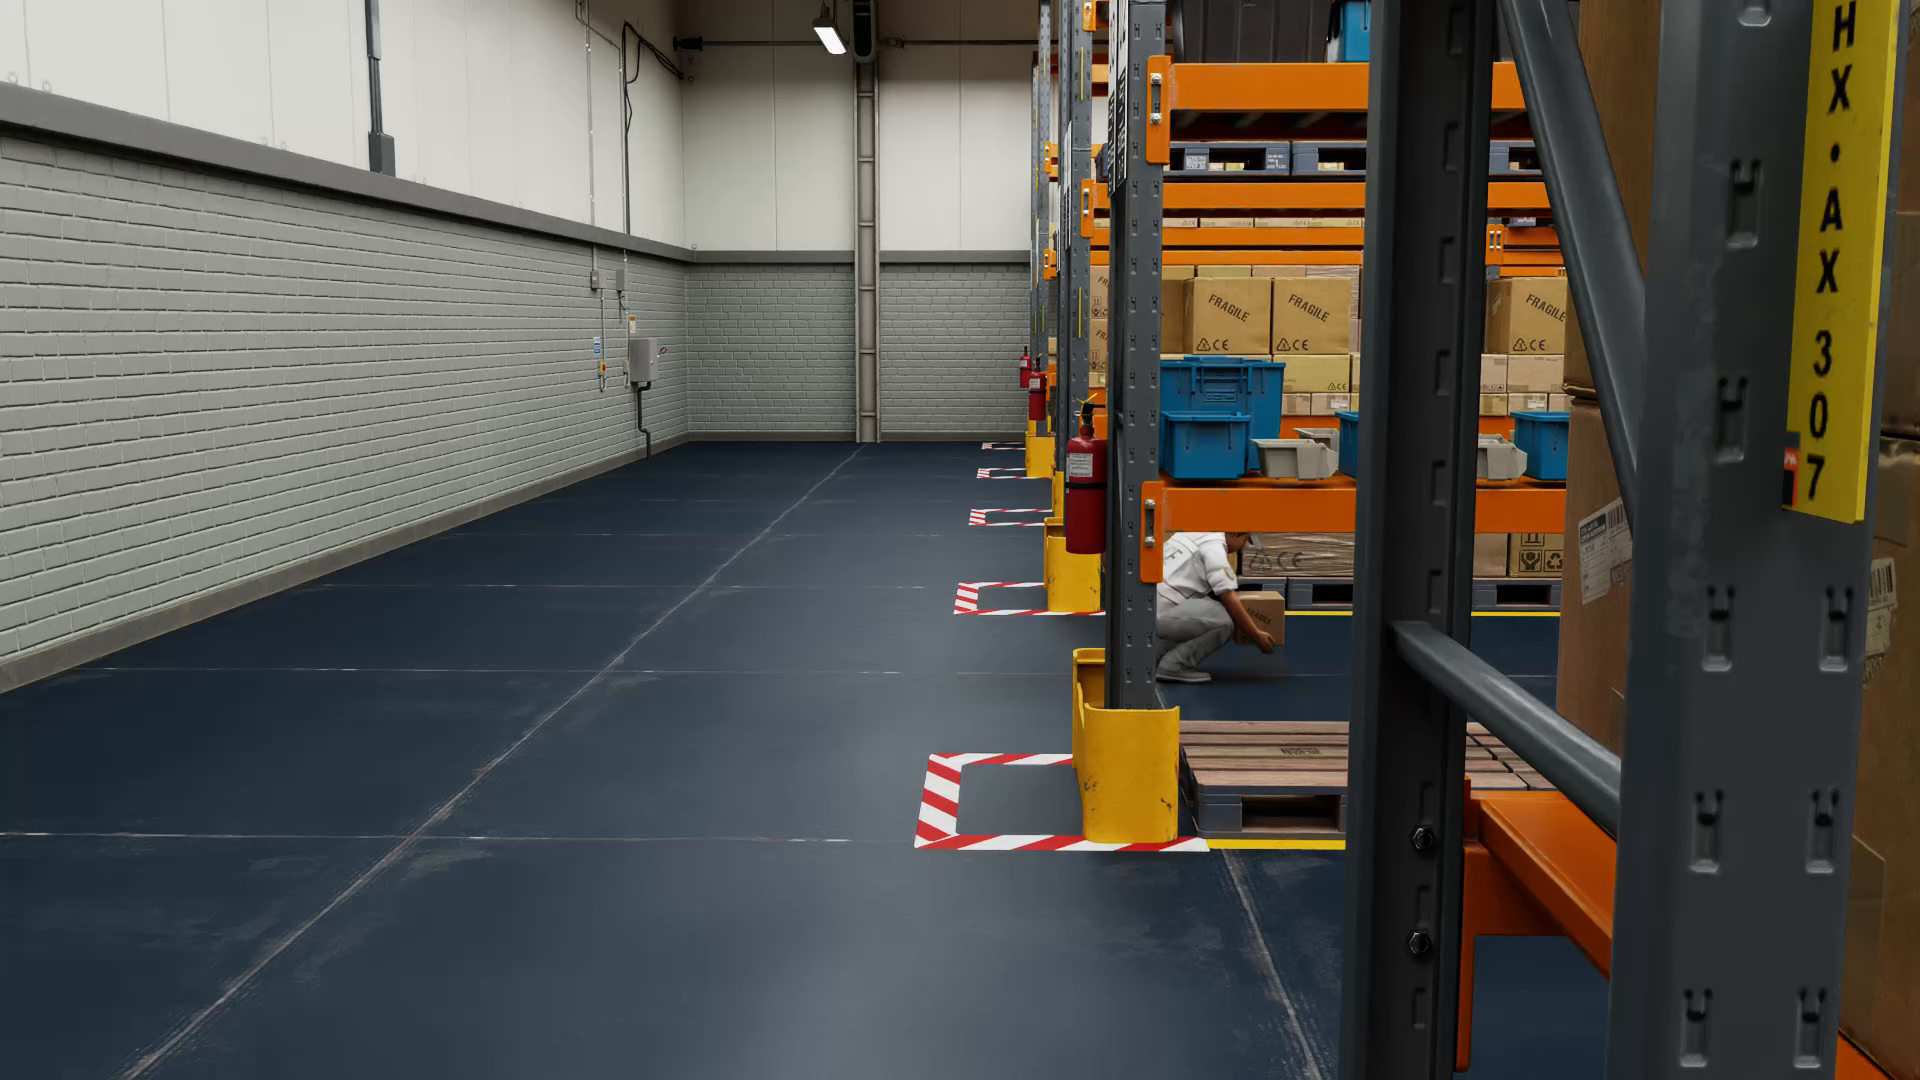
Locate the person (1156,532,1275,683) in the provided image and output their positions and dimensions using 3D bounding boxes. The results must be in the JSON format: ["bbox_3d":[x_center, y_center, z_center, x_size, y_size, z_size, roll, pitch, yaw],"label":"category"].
[{"bbox_3d":[1.262,0.284,8.964,0.841,0.939,0.529,0,7,1],"label":"person"}]
